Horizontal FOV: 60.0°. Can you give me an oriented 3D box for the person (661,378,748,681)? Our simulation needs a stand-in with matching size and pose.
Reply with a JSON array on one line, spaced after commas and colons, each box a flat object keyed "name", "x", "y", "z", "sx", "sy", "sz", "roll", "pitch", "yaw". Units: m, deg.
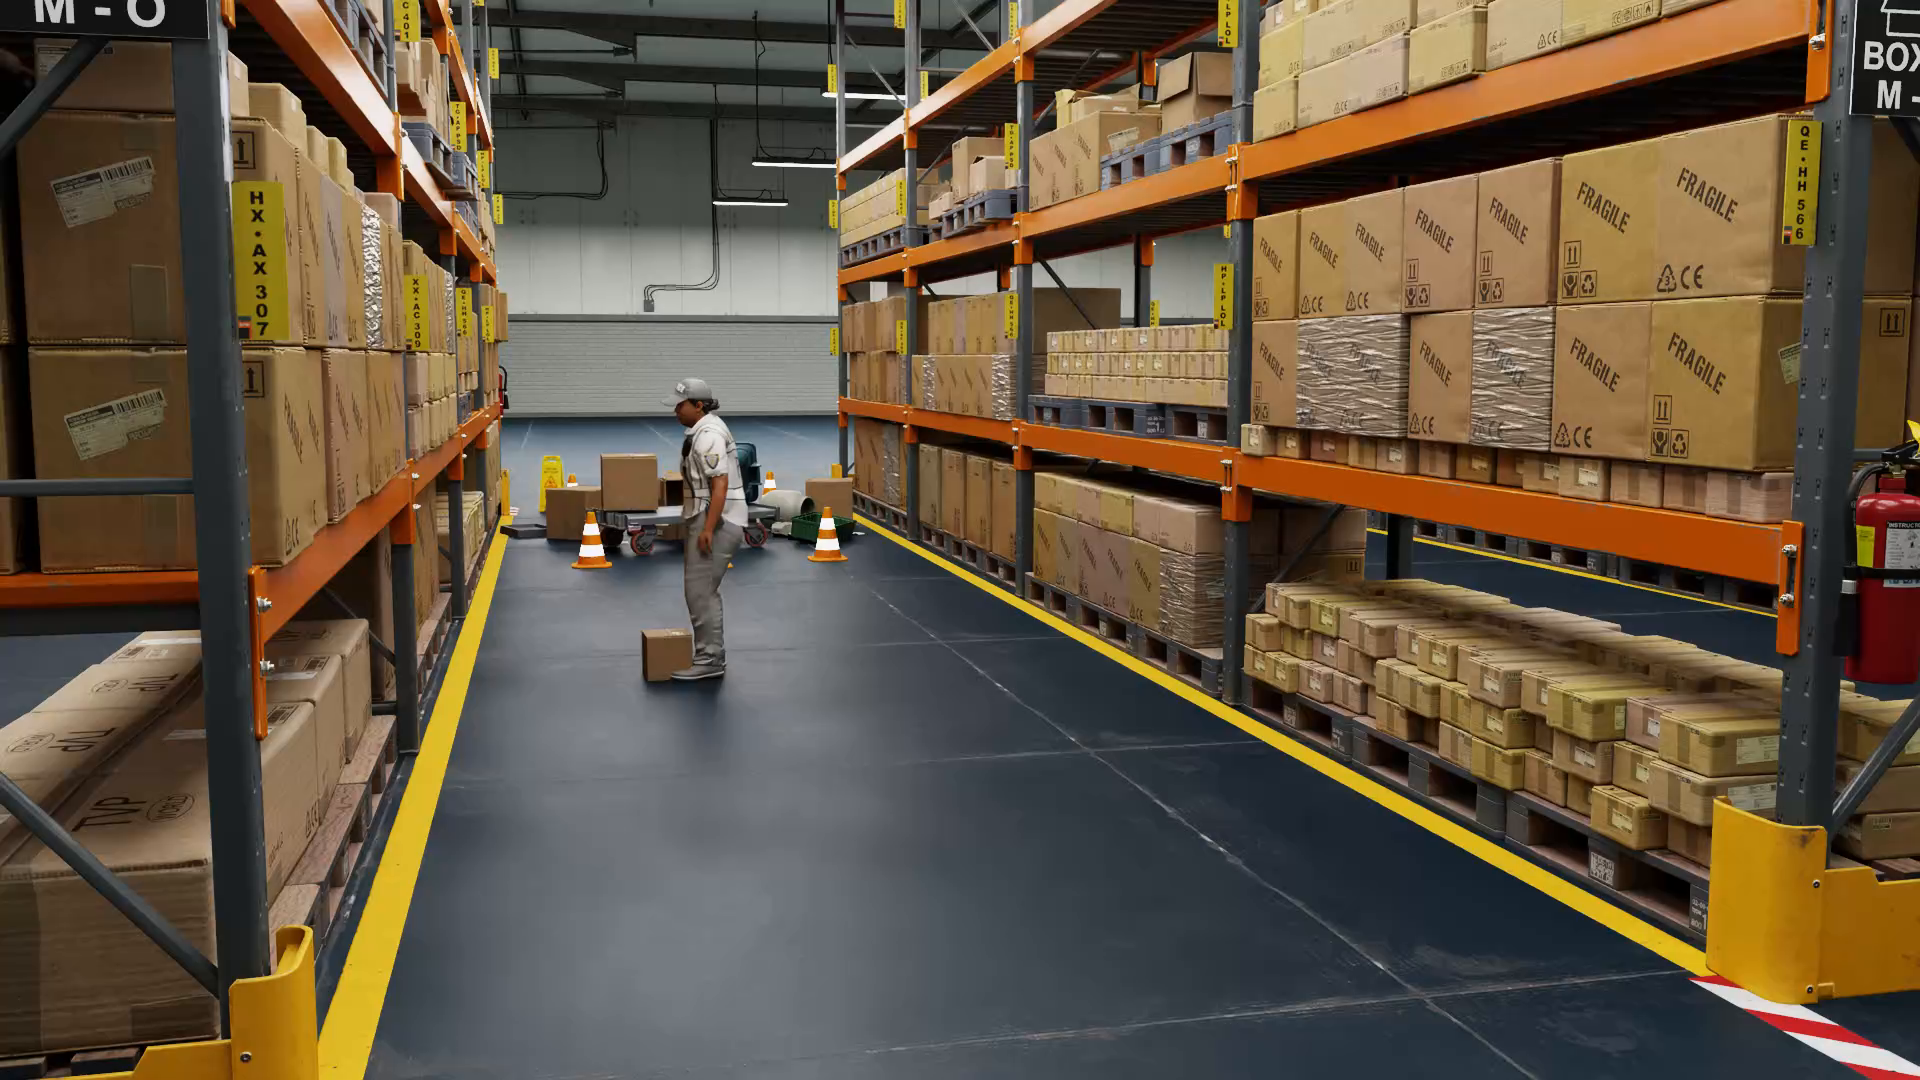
[{"name": "person", "x": -1.435, "y": -0.069, "z": 9.284, "sx": 0.450, "sy": 1.667, "sz": 0.563, "roll": -2, "pitch": 7, "yaw": -16}]
